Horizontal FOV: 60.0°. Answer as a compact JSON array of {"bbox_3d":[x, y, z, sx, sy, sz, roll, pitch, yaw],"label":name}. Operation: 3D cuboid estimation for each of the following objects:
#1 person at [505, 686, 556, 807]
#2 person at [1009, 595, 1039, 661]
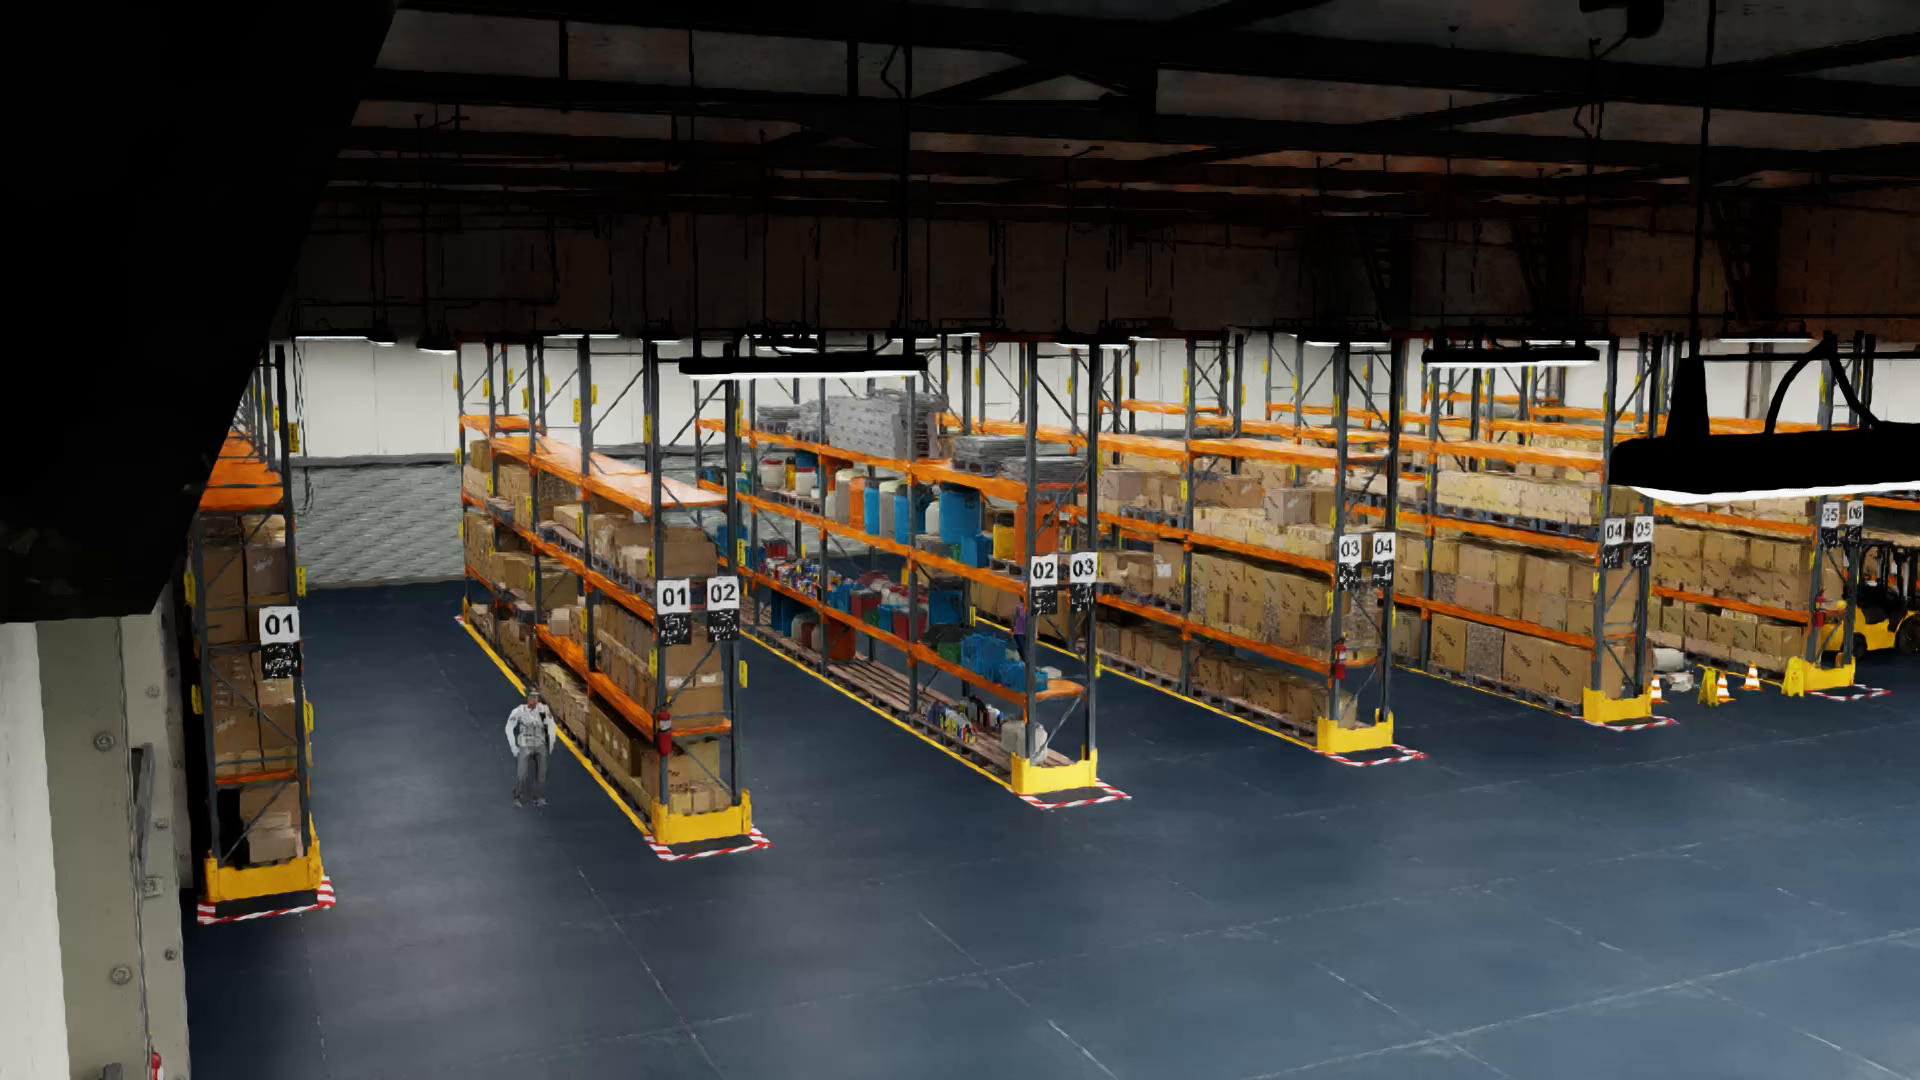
[{"bbox_3d":[-5.528,2.651,21.444,0.639,1.632,0.506,-4,9,-26],"label":"person"},{"bbox_3d":[1.131,1.629,29.221,0.430,1.540,0.948,-4,9,-25],"label":"person"}]
